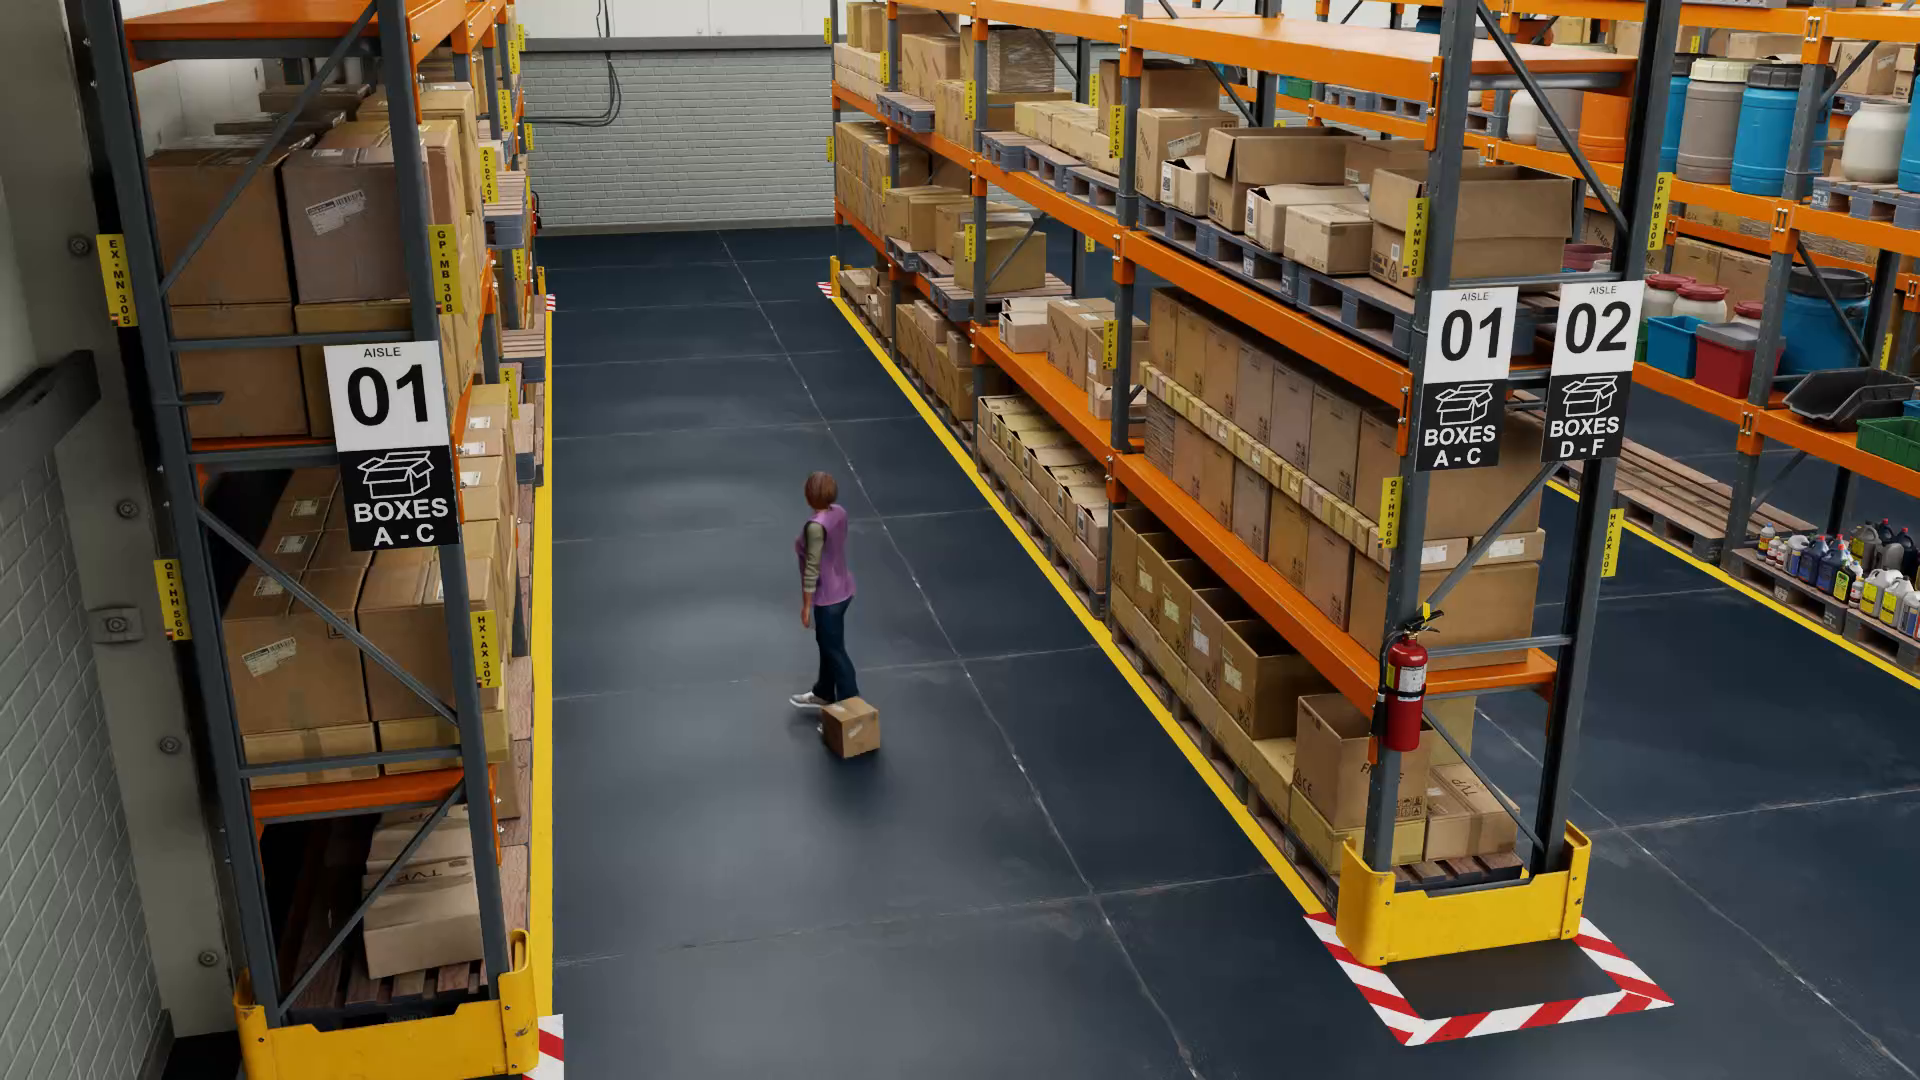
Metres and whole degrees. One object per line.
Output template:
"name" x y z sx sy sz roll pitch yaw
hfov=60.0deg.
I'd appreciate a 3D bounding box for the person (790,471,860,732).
"person" -0.833 0.346 10.065 0.516 1.595 0.500 5 20 13
